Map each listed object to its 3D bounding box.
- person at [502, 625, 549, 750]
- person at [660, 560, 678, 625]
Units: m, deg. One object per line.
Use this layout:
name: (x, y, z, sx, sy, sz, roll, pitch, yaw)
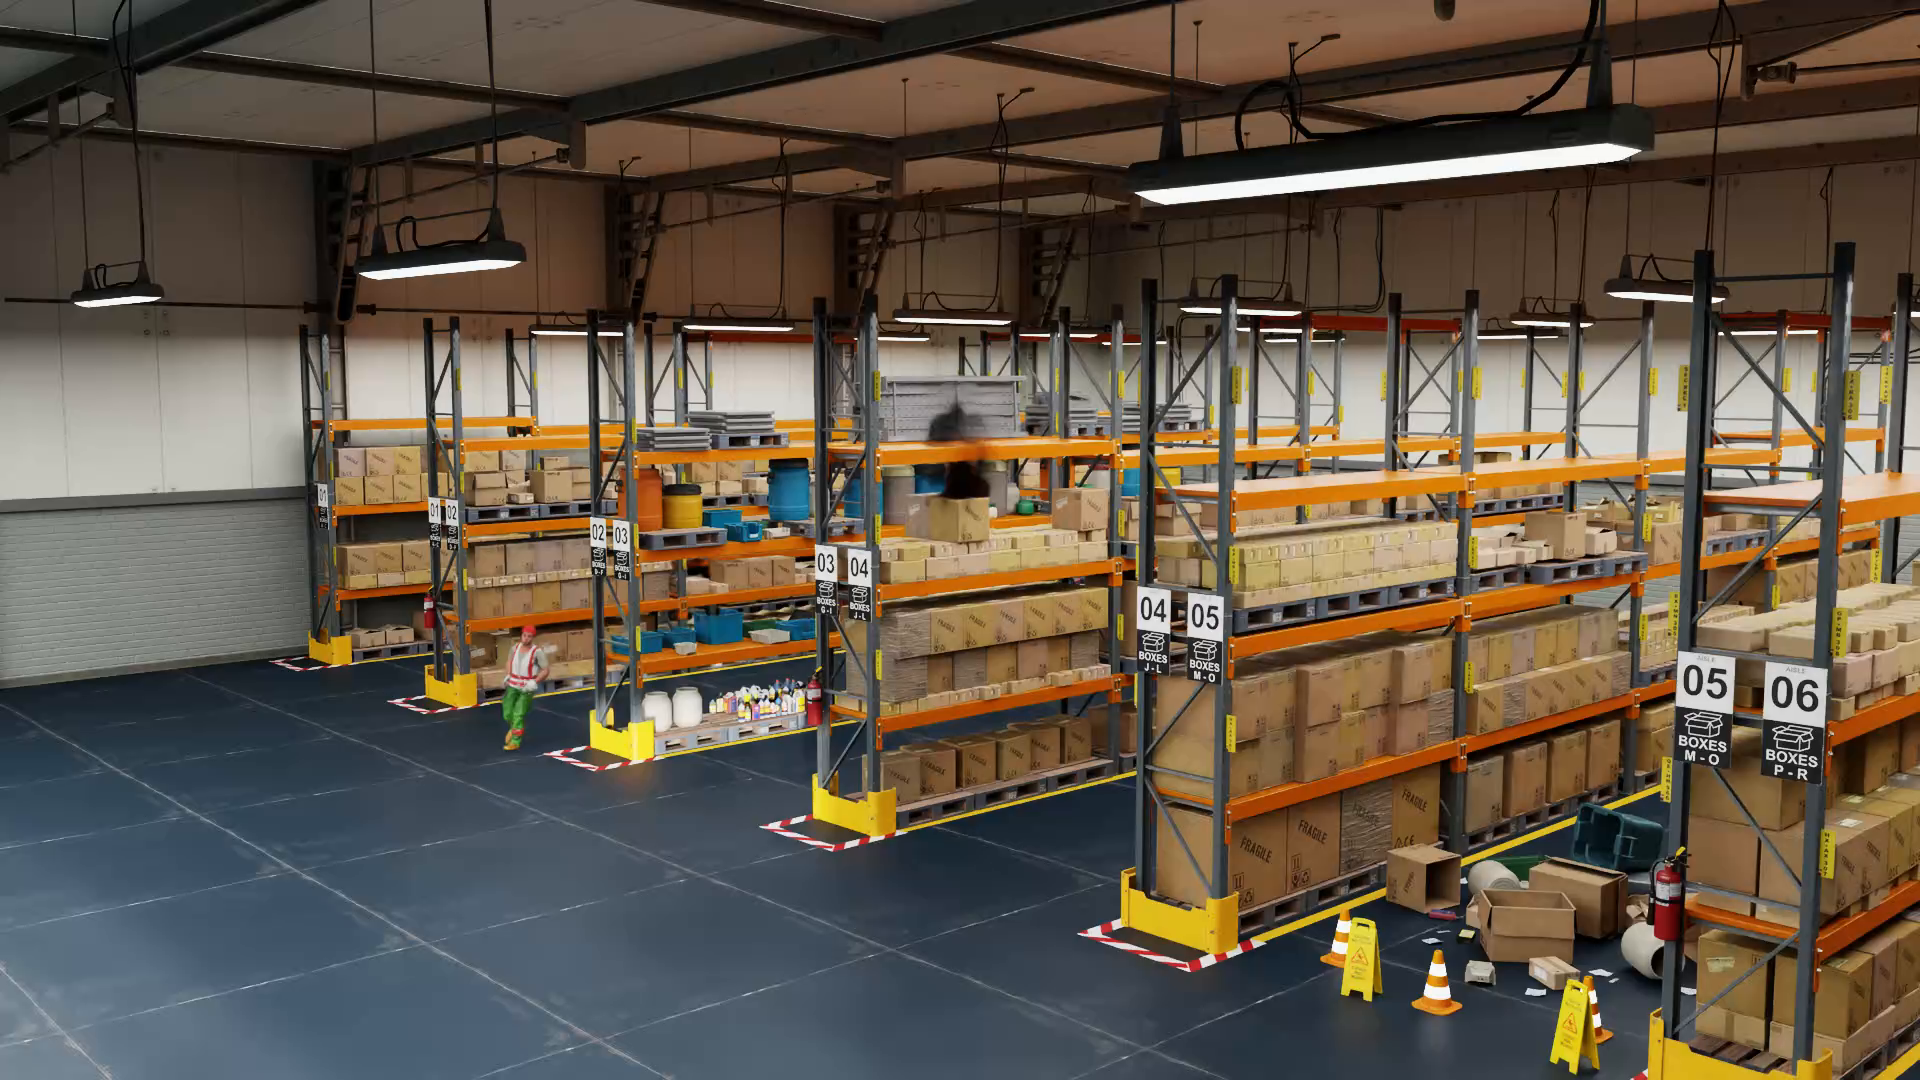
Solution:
person: (-5.956, 2.018, 22.686, 0.712, 1.733, 0.577, 1, 6, 9)
person: (-5.379, 1.155, 31.084, 0.806, 1.700, 0.661, -6, 8, -45)
